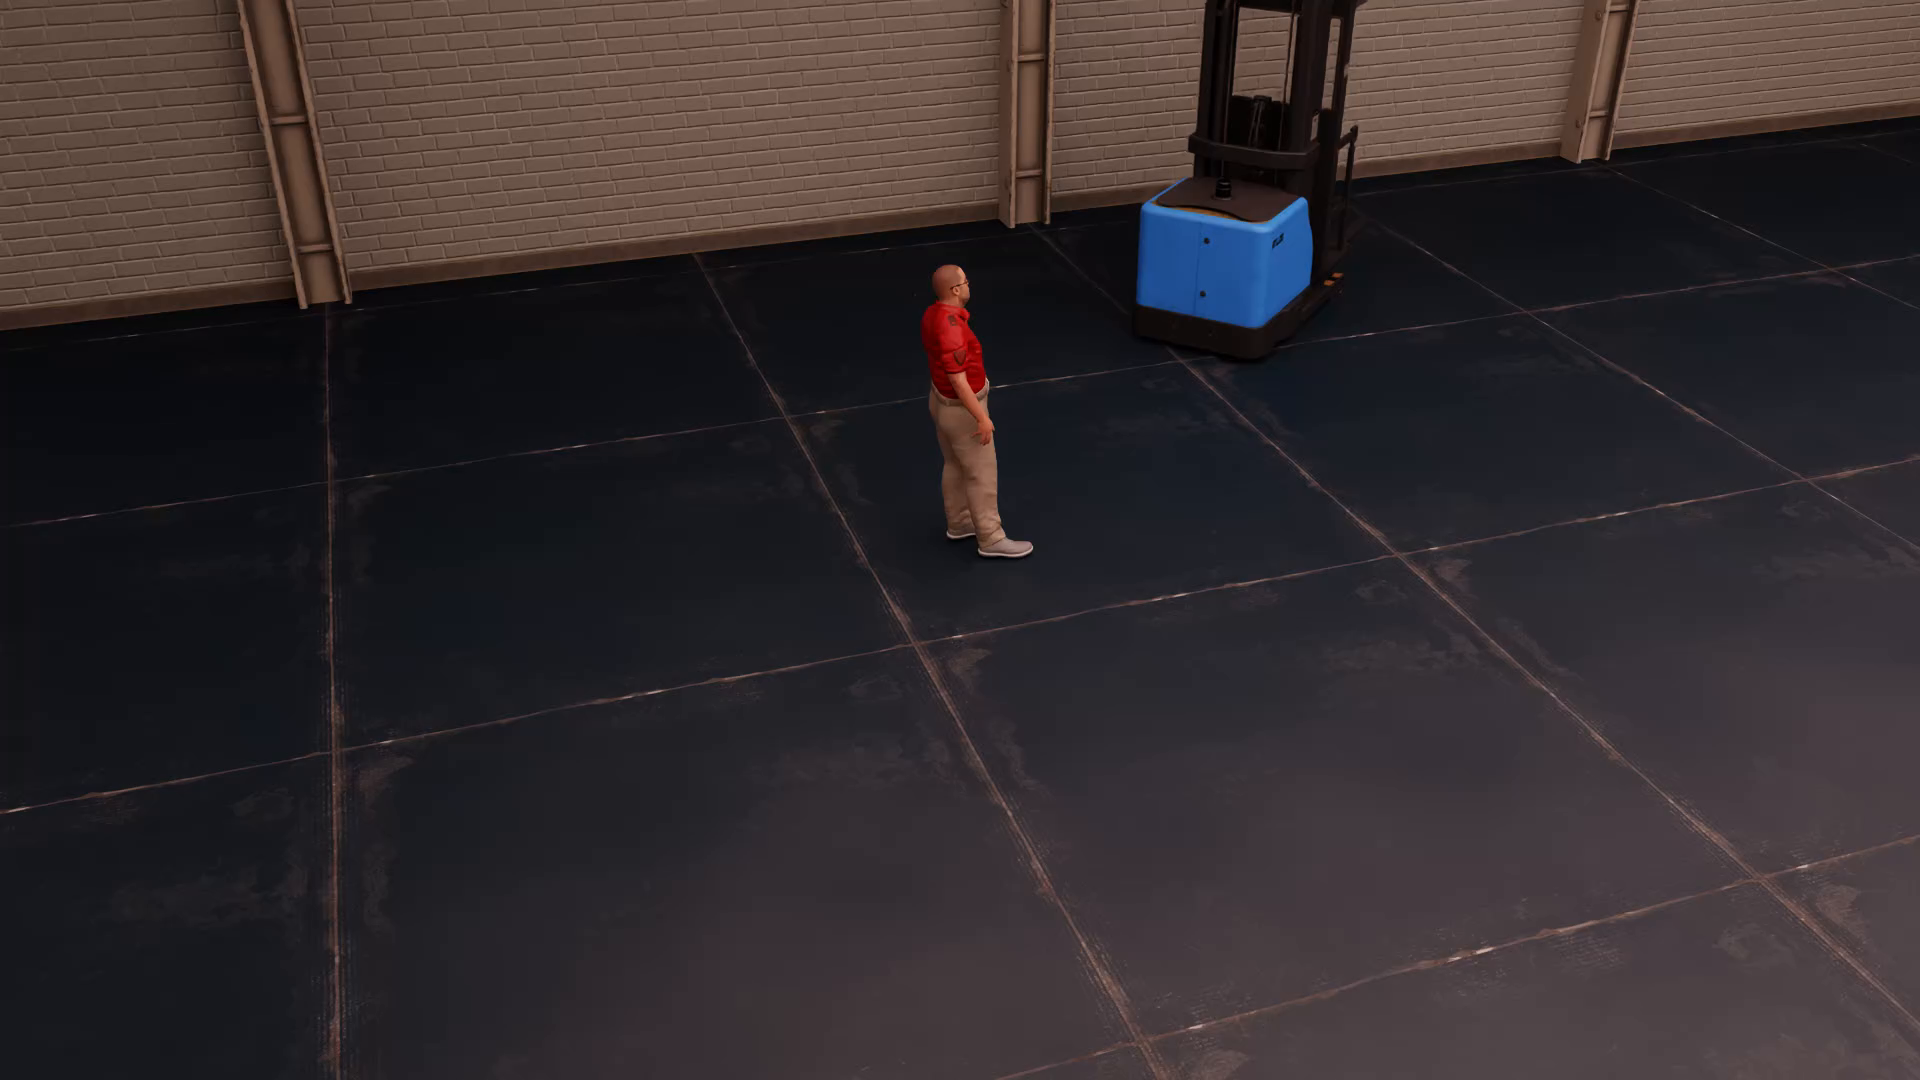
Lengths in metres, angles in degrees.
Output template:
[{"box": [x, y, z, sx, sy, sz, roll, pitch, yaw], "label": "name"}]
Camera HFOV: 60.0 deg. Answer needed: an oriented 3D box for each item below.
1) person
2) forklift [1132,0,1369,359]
[{"box": [0.089, -0.764, 9.606, 0.551, 1.727, 0.640, -10, 31, -16], "label": "person"}, {"box": [2.489, -3.297, 12.818, 1.130, 2.935, 3.031, 16, 34, 26], "label": "forklift"}]
